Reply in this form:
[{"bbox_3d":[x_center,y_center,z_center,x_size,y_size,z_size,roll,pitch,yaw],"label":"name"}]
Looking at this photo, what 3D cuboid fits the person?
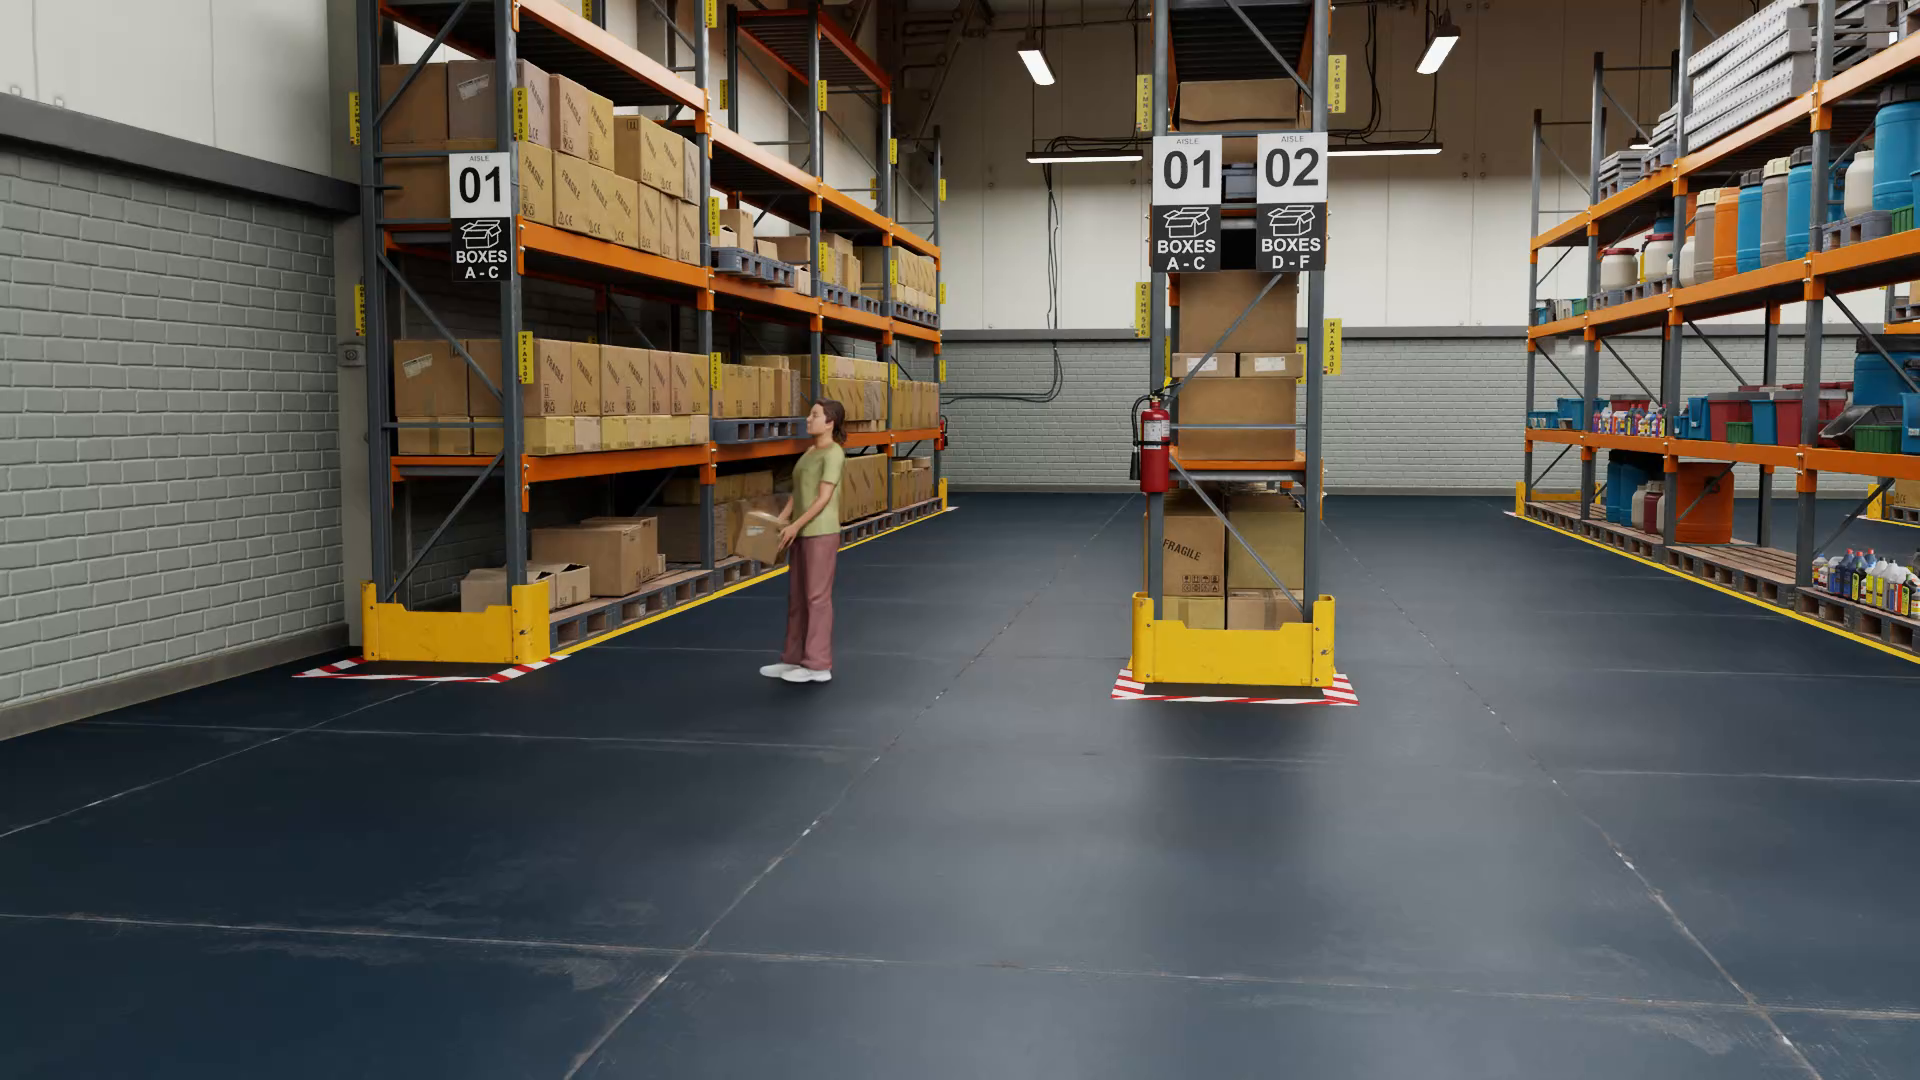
[{"bbox_3d":[-0.904,0.004,9.838,0.468,1.665,0.510,-2,5,-26],"label":"person"}]
